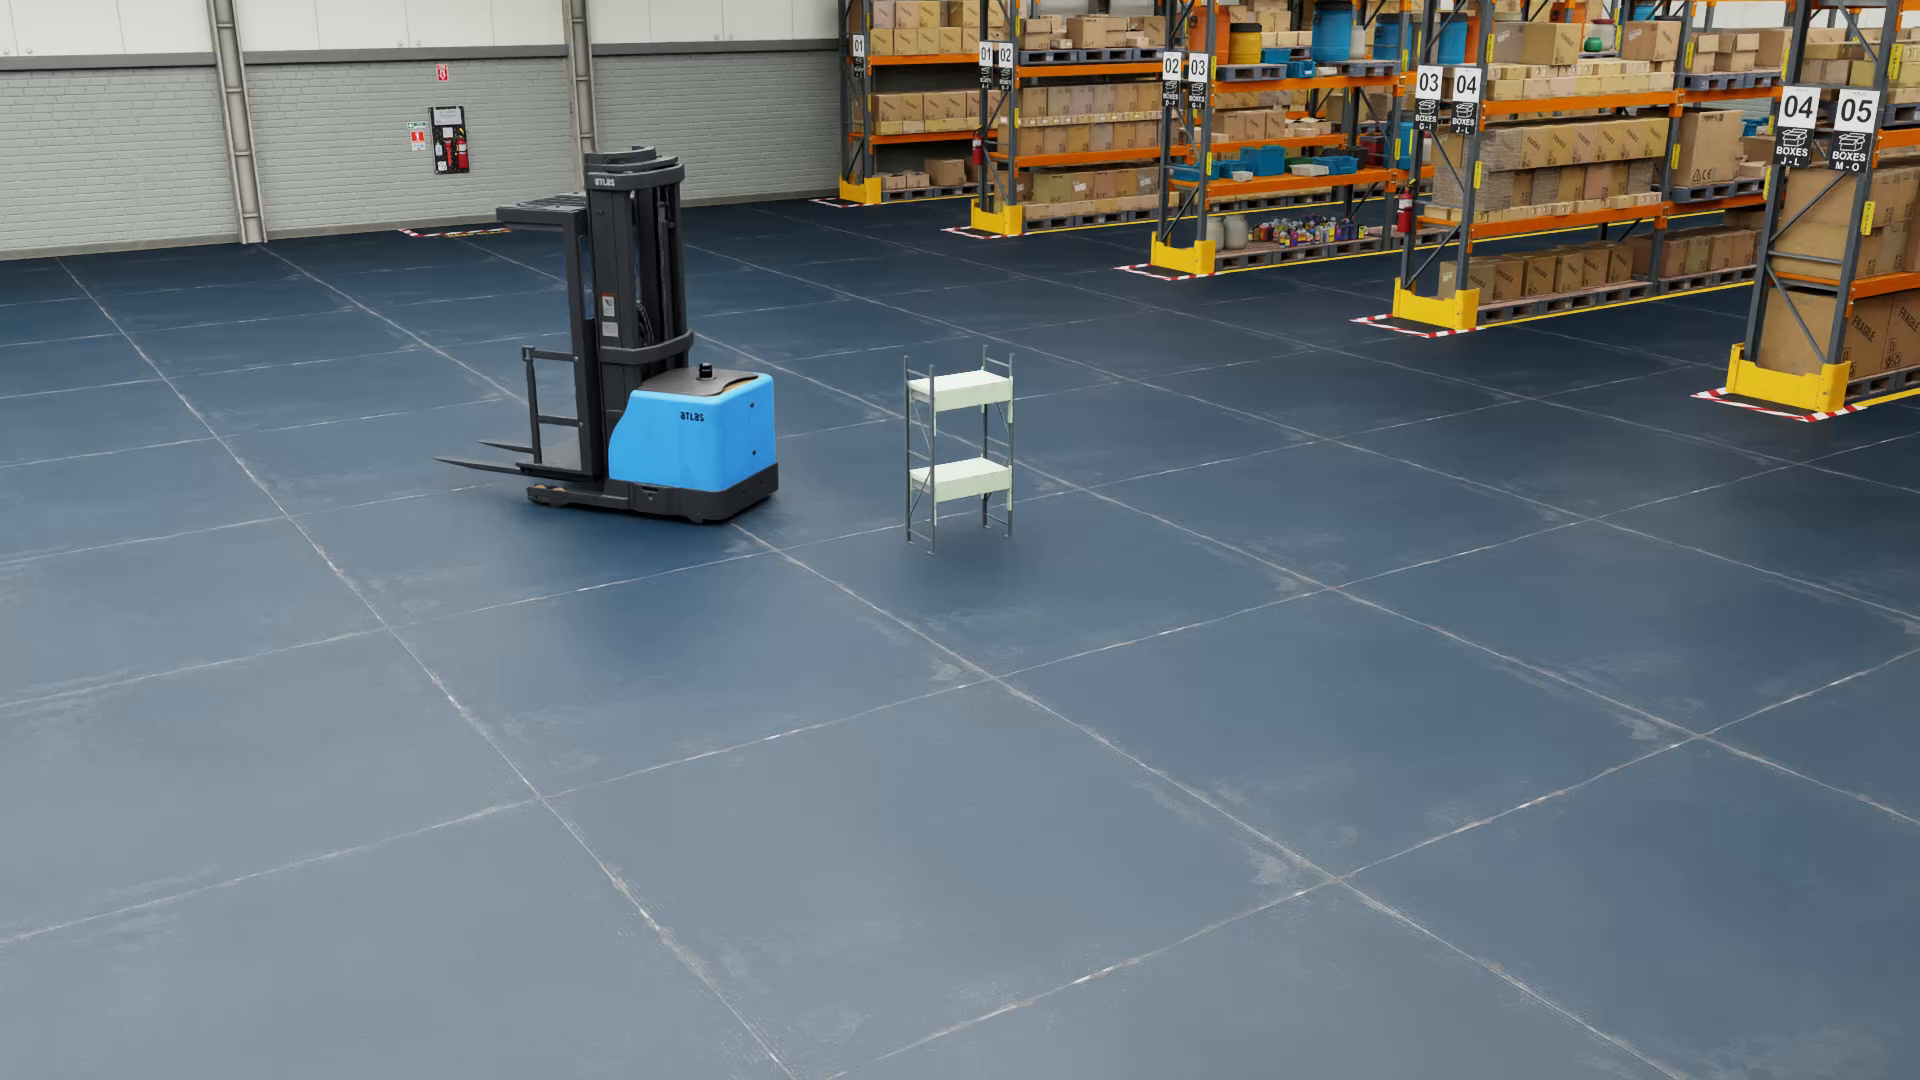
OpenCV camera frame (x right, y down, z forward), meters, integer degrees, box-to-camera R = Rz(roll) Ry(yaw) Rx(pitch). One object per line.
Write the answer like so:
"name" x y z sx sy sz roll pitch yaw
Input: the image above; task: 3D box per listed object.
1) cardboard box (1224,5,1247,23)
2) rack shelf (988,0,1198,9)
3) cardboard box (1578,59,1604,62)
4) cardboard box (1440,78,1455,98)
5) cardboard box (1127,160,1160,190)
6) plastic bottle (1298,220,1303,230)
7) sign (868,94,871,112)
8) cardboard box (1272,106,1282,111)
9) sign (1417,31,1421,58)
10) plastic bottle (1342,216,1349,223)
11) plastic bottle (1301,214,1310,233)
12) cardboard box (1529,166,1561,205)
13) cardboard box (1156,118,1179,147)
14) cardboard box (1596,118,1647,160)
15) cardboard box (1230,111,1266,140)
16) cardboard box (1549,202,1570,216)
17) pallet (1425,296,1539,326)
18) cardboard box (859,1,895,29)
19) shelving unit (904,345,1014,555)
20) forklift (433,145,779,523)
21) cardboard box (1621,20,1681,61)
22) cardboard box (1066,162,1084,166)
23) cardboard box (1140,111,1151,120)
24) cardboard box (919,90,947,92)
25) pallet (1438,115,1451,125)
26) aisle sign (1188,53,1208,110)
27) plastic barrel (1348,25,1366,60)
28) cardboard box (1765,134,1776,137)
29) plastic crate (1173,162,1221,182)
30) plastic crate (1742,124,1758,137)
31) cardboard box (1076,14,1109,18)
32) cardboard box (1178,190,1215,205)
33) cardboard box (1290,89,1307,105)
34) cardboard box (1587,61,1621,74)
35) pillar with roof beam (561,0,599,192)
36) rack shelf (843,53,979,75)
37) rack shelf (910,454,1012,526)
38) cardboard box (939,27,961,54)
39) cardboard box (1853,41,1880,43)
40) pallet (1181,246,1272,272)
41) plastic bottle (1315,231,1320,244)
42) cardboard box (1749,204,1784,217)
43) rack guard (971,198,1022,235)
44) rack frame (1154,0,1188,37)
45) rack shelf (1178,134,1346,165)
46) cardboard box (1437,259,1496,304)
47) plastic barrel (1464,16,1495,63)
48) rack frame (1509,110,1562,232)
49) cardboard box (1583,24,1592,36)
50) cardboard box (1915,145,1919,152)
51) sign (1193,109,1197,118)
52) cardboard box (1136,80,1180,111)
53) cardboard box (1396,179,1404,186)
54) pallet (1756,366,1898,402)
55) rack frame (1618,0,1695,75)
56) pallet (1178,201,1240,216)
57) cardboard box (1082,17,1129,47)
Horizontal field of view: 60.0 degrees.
"cardboard box" 5.003 -9.721 31.040 0.500 0.500 0.500 -10 21 -26
"rack shelf" 2.333 -9.572 29.255 4.000 0.370 1.077 -12 22 -31
"cardboard box" 8.403 -6.364 22.313 0.250 0.149 0.380 -11 22 -30
"cardboard box" 6.371 -5.760 21.150 0.500 0.250 0.500 -11 22 -30
"cardboard box" 3.444 -6.866 31.337 0.500 0.500 0.500 -12 22 -31
"plastic bottle" 5.562 -5.102 27.227 0.097 0.271 0.097 0 19 0
"sign" -1.767 -8.497 32.344 0.005 0.325 0.100 -12 22 -31
"cardboard box" 7.203 -9.954 38.367 0.250 0.149 0.380 -12 22 -31
"sign" 5.819 -6.250 20.982 0.005 0.325 0.100 -12 22 -31
"plastic bottle" 6.266 -5.088 27.062 0.185 0.351 0.144 -12 22 -31
"plastic bottle" 5.664 -5.176 27.320 0.185 0.351 0.144 -13 23 -34
"cardboard box" 7.375 -4.732 21.937 0.500 0.500 0.875 -12 22 -31
"cardboard box" 3.636 -7.580 30.826 0.500 0.500 0.700 -13 22 -33
"cardboard box" 8.807 -5.383 22.301 0.500 0.500 0.500 -12 22 -31
"cardboard box" 5.512 -7.972 31.985 0.500 0.500 0.500 -12 22 -31
"cardboard box" 7.783 -4.363 21.859 0.250 0.149 0.380 -12 22 -31
"pallet" 6.869 -3.083 22.036 1.213 0.211 1.003 -12 22 -31
"cardboard box" -1.610 -10.187 32.260 0.500 0.500 0.500 -14 23 -35
"shelving unit" -0.006 -0.709 13.001 0.755 1.500 0.431 -12 22 -31
"forklift" -3.130 -1.812 14.027 3.031 2.935 1.130 8 20 21
"cardboard box" 9.213 -6.661 22.178 0.500 0.500 0.500 -13 22 -33
"cardboard box" 2.285 -8.200 36.031 0.500 0.500 0.700 -12 22 -32
"cardboard box" 3.250 -7.726 30.244 0.250 0.149 0.380 -12 22 -32
"cardboard box" -0.513 -8.933 34.016 0.500 0.500 0.500 -12 22 -31
"pallet" 9.957 -8.819 34.947 1.213 0.211 1.003 -12 22 -31
"aisle sign" 3.485 -6.723 24.388 0.004 0.787 0.394 -12 22 -31
"plastic barrel" 6.257 -7.936 26.523 0.421 0.512 0.421 0 19 0
"cardboard box" 12.360 -5.807 24.926 0.500 0.500 0.500 -15 24 -38
"plastic crate" 3.637 -5.680 25.595 0.616 0.251 0.499 -12 22 -31
"plastic crate" 15.172 -7.919 32.154 0.300 0.233 0.416 -12 22 -31
"cardboard box" 2.806 -10.896 35.296 0.500 0.500 0.500 -13 23 -33
"cardboard box" 4.476 -6.514 31.465 0.500 0.250 0.500 -13 22 -33
"cardboard box" 7.710 -10.395 38.657 0.500 0.500 0.500 -12 22 -32
"cardboard box" 8.428 -6.195 21.814 0.250 0.149 0.380 -11 22 -29
"pillar with roof beam" -4.600 -9.221 26.468 0.400 9.000 9.100 -12 22 -31
"rack shelf" -0.395 -9.665 33.588 4.000 0.370 1.077 -12 22 -31
"rack shelf" -0.006 -0.400 13.106 0.720 0.370 0.431 -12 22 -31
"cardboard box" -0.313 -9.980 33.210 0.500 0.500 0.500 -10 21 -28
"cardboard box" 9.485 -5.124 17.369 0.250 0.149 0.380 -11 22 -30
"pallet" 4.103 -4.429 26.016 1.213 0.211 1.003 -12 22 -31
"plastic bottle" 5.693 -4.833 26.538 0.097 0.201 0.097 0 19 0
"cardboard box" 12.246 -4.920 25.160 0.500 0.250 0.500 -11 22 -29
"rack guard" 0.642 -5.719 29.382 0.348 0.500 1.175 -12 22 -31
"rack frame" 4.616 -12.483 36.119 0.127 3.000 1.000 -12 22 -31
"rack shelf" 5.673 -7.624 32.235 4.000 0.370 1.077 -12 22 -31
"cardboard box" 6.638 -3.378 21.800 0.500 0.500 0.500 -8 20 -21
"plastic barrel" 8.713 -8.414 28.095 0.708 0.830 0.600 -12 22 -31
"rack frame" 10.065 -6.991 29.241 0.127 3.000 1.000 -12 22 -31
"cardboard box" 13.319 -11.066 36.064 0.500 0.250 0.500 -12 22 -31
"cardboard box" 15.040 -6.084 26.401 0.500 0.500 0.500 -12 22 -32
"sign" 4.310 -7.912 30.489 0.005 0.325 0.100 -12 22 -31
"cardboard box" 3.636 -8.195 30.618 0.500 0.500 0.700 -12 22 -31
"cardboard box" 8.737 -7.526 34.038 0.500 0.500 0.500 -12 22 -32
"pallet" 9.376 -1.754 18.103 1.213 0.211 1.003 -12 22 -31
"rack frame" 9.448 -7.804 22.278 0.127 3.000 1.000 -12 22 -31
"pallet" 4.597 -6.432 31.940 1.213 0.211 1.003 -12 22 -31
"cardboard box" 2.558 -9.091 29.733 0.637 0.503 0.797 -9 21 -25
